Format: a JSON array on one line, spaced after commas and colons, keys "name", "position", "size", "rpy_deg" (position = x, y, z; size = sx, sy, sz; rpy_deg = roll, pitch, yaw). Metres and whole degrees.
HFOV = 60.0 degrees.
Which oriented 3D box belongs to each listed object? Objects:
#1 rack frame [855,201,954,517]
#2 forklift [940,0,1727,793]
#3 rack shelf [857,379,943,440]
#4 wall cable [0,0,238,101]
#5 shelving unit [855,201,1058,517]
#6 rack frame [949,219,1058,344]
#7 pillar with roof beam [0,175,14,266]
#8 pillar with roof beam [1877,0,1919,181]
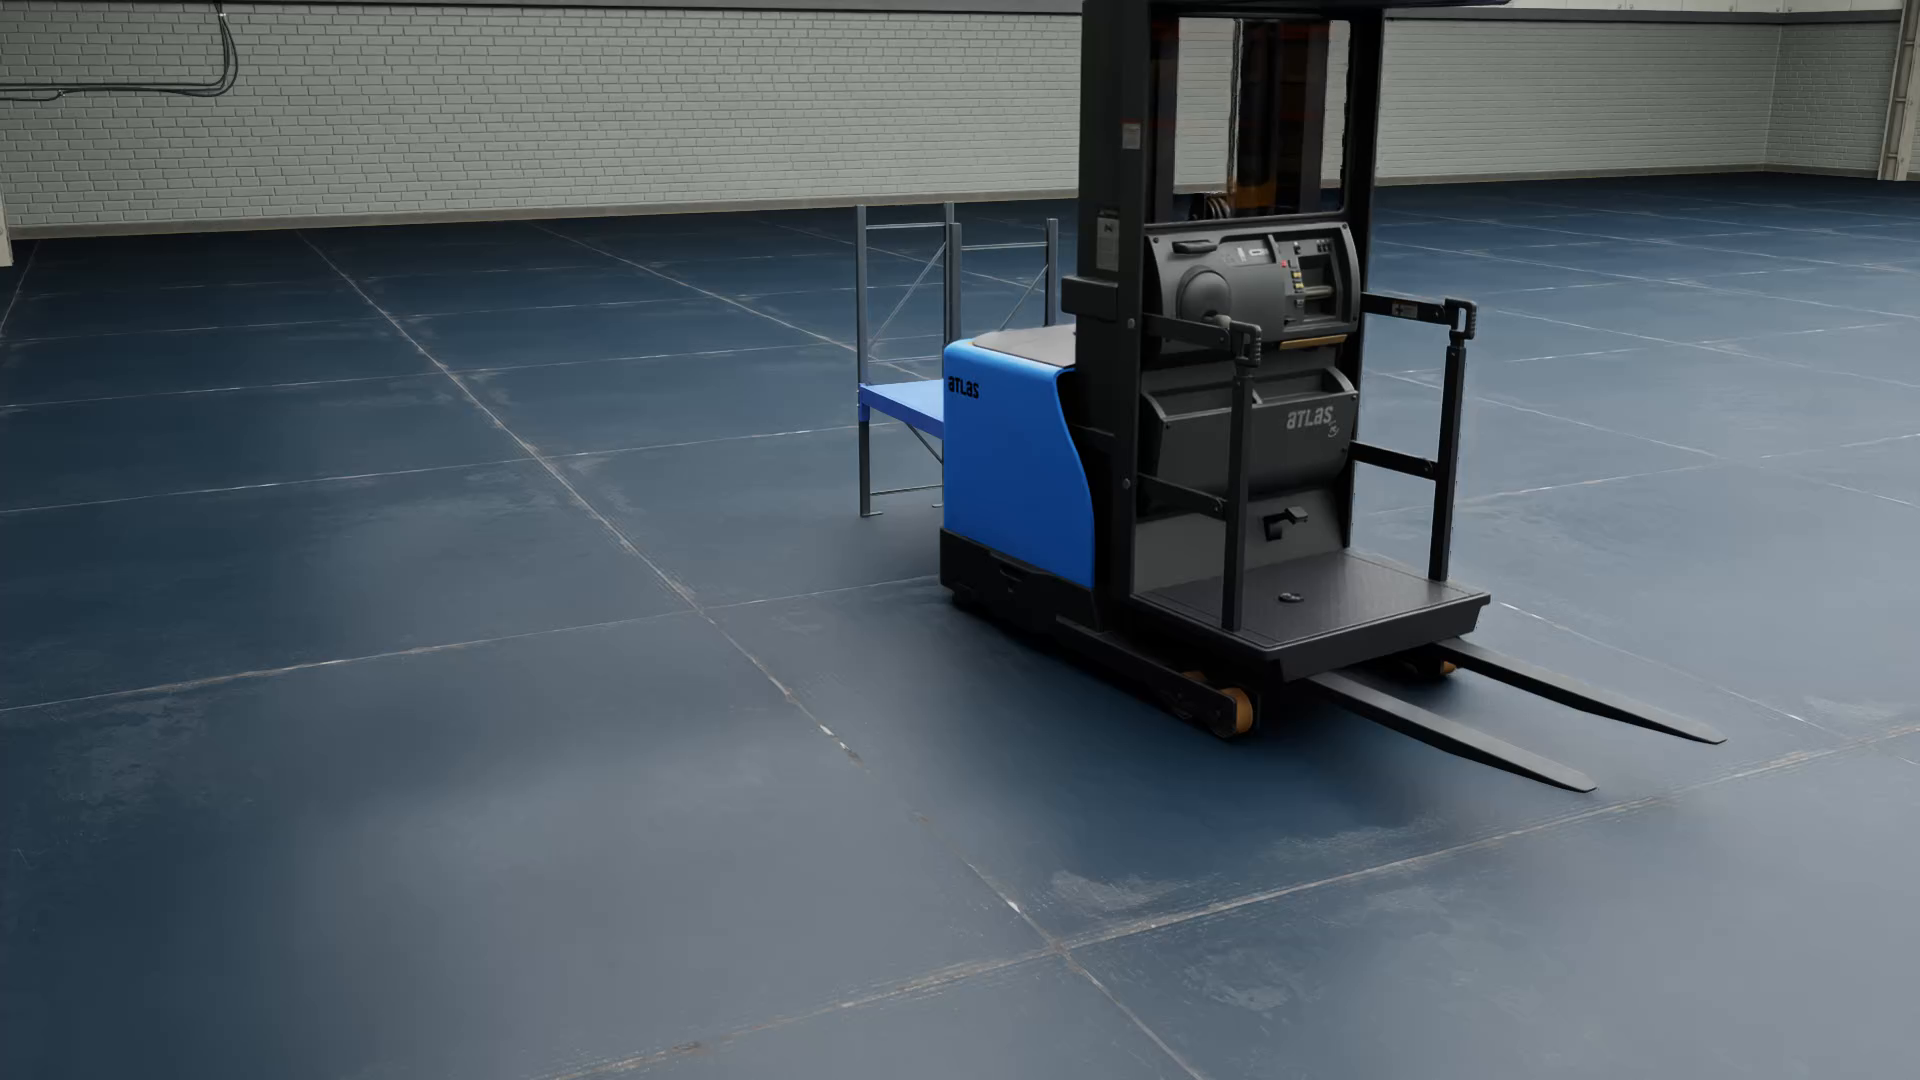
[{"name": "rack frame", "position": [-0.260, -0.868, 8.057], "size": [0.500, 1.500, 0.032], "rpy_deg": [-8, 18, -25]}, {"name": "forklift", "position": [1.149, -0.906, 5.593], "size": [1.130, 2.935, 3.031], "rpy_deg": [-10, 19, -32]}, {"name": "rack shelf", "position": [-0.037, -0.569, 7.667], "size": [0.538, 0.185, 1.000], "rpy_deg": [-8, 18, -25]}, {"name": "wall cable", "position": [-10.715, -6.758, 20.615], "size": [3.097, 2.526, 0.112], "rpy_deg": [-8, 18, -25]}, {"name": "shelving unit", "position": [-0.037, -0.742, 7.618], "size": [0.538, 1.500, 1.048], "rpy_deg": [-8, 18, -25]}, {"name": "rack frame", "position": [0.185, -0.616, 7.178], "size": [0.500, 1.500, 0.032], "rpy_deg": [-8, 18, -25]}, {"name": "pillar with roof beam", "position": [-6.743, -7.880, 18.897], "size": [9.100, 9.000, 0.400], "rpy_deg": [-8, 18, -25]}, {"name": "pillar with roof beam", "position": [13.834, -10.646, 28.536], "size": [9.100, 9.000, 0.400], "rpy_deg": [-8, 18, -25]}]
